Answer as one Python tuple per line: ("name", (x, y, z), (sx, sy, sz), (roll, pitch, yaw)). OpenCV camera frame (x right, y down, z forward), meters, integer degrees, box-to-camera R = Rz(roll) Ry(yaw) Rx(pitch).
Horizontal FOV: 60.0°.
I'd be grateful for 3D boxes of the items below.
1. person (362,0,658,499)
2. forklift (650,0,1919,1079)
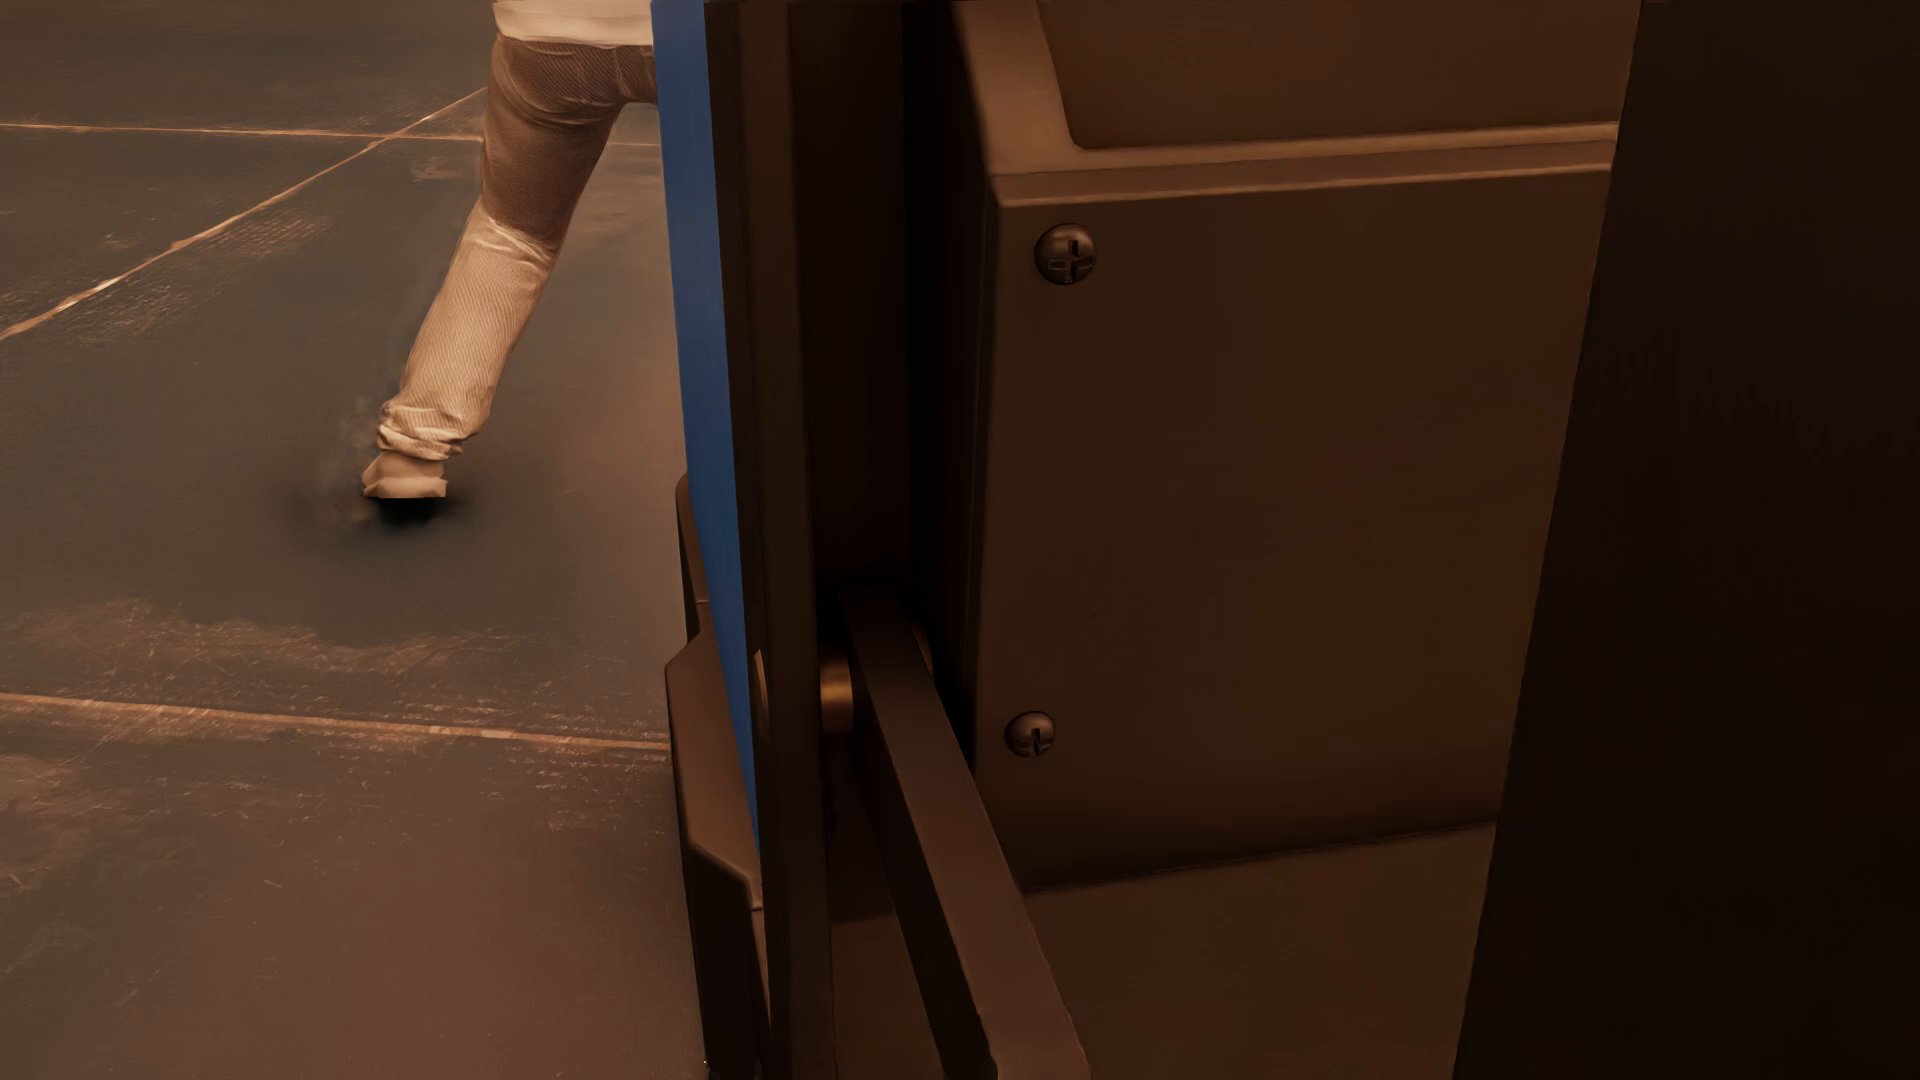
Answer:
("person", (-0.405, -0.897, 2.525), (0.995, 1.638, 0.982), (7, 27, 14))
("forklift", (0.498, -0.527, 0.272), (1.130, 2.935, 3.031), (-6, 27, -11))
